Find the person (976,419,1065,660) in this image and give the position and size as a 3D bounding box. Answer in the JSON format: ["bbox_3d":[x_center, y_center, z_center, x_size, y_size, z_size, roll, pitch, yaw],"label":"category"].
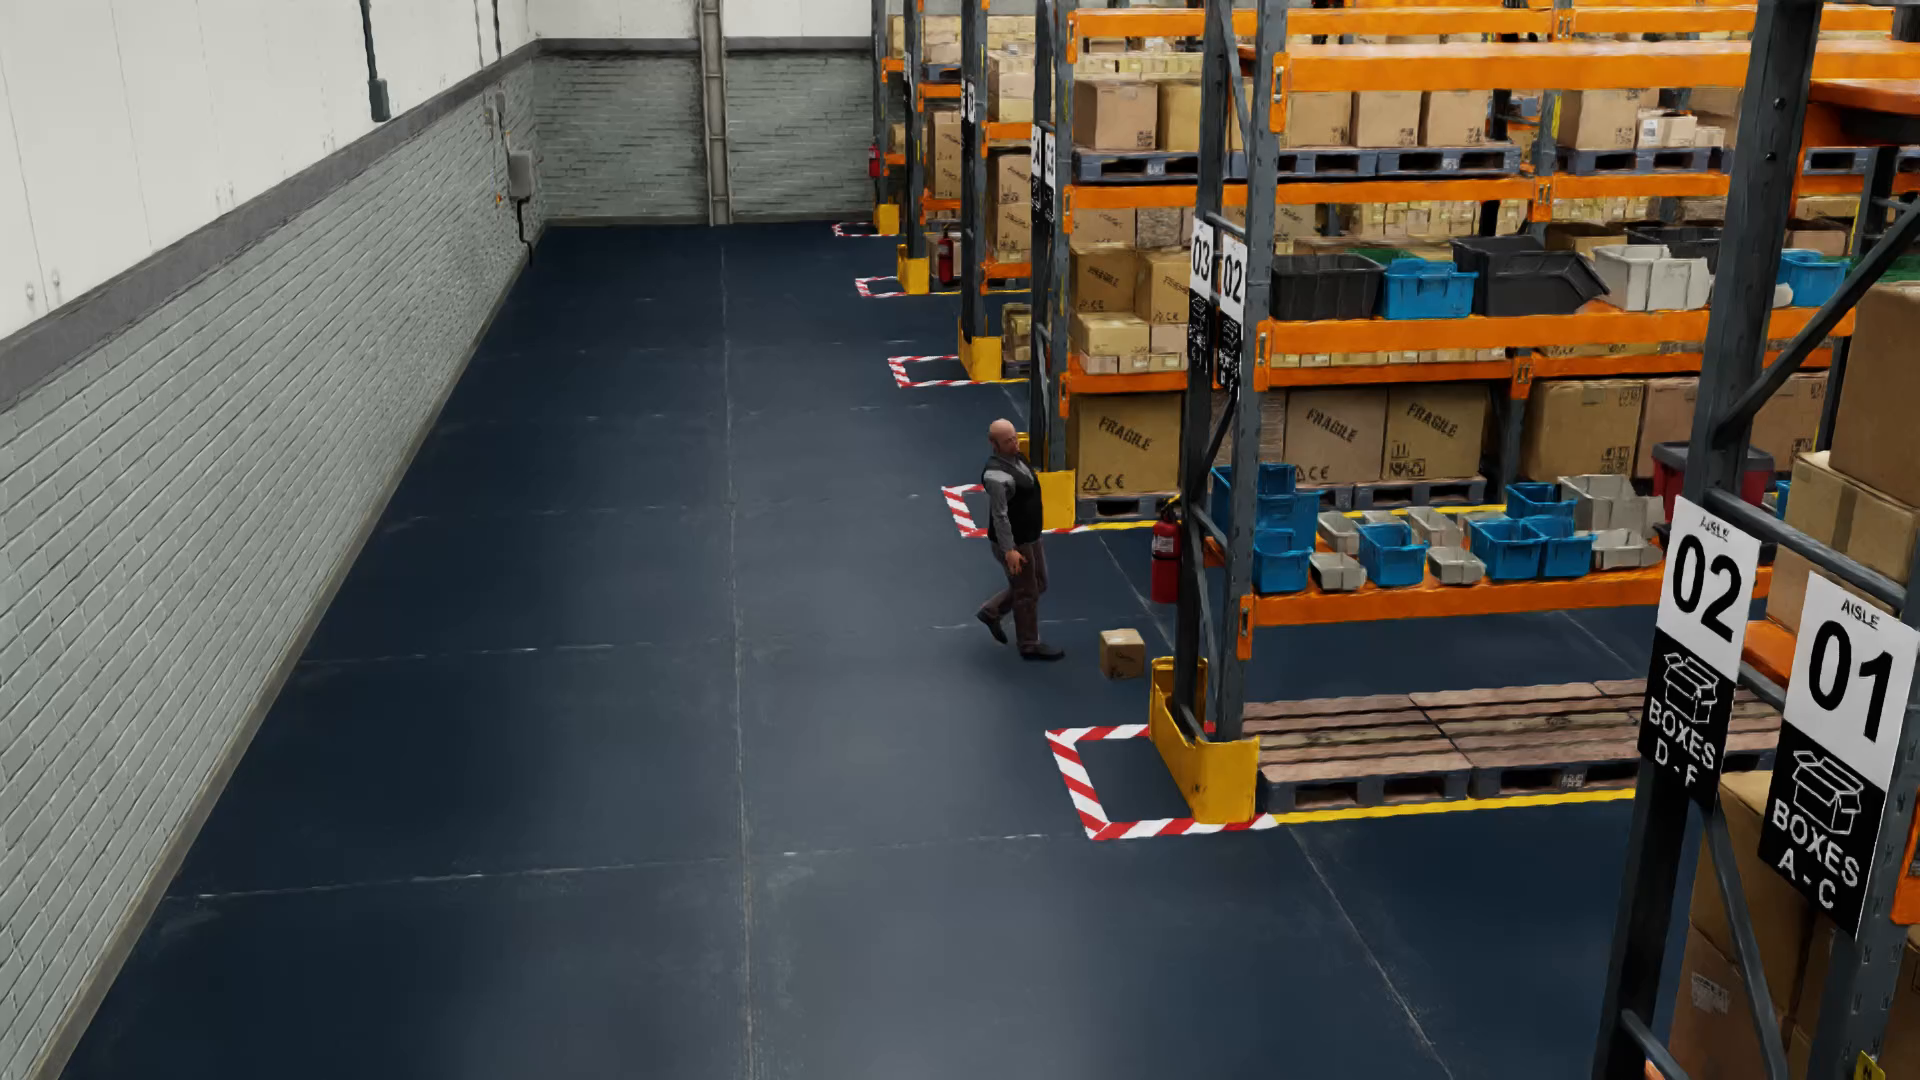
[{"bbox_3d":[0.390,0.003,11.125,0.644,1.702,0.558,5,20,13],"label":"person"}]
